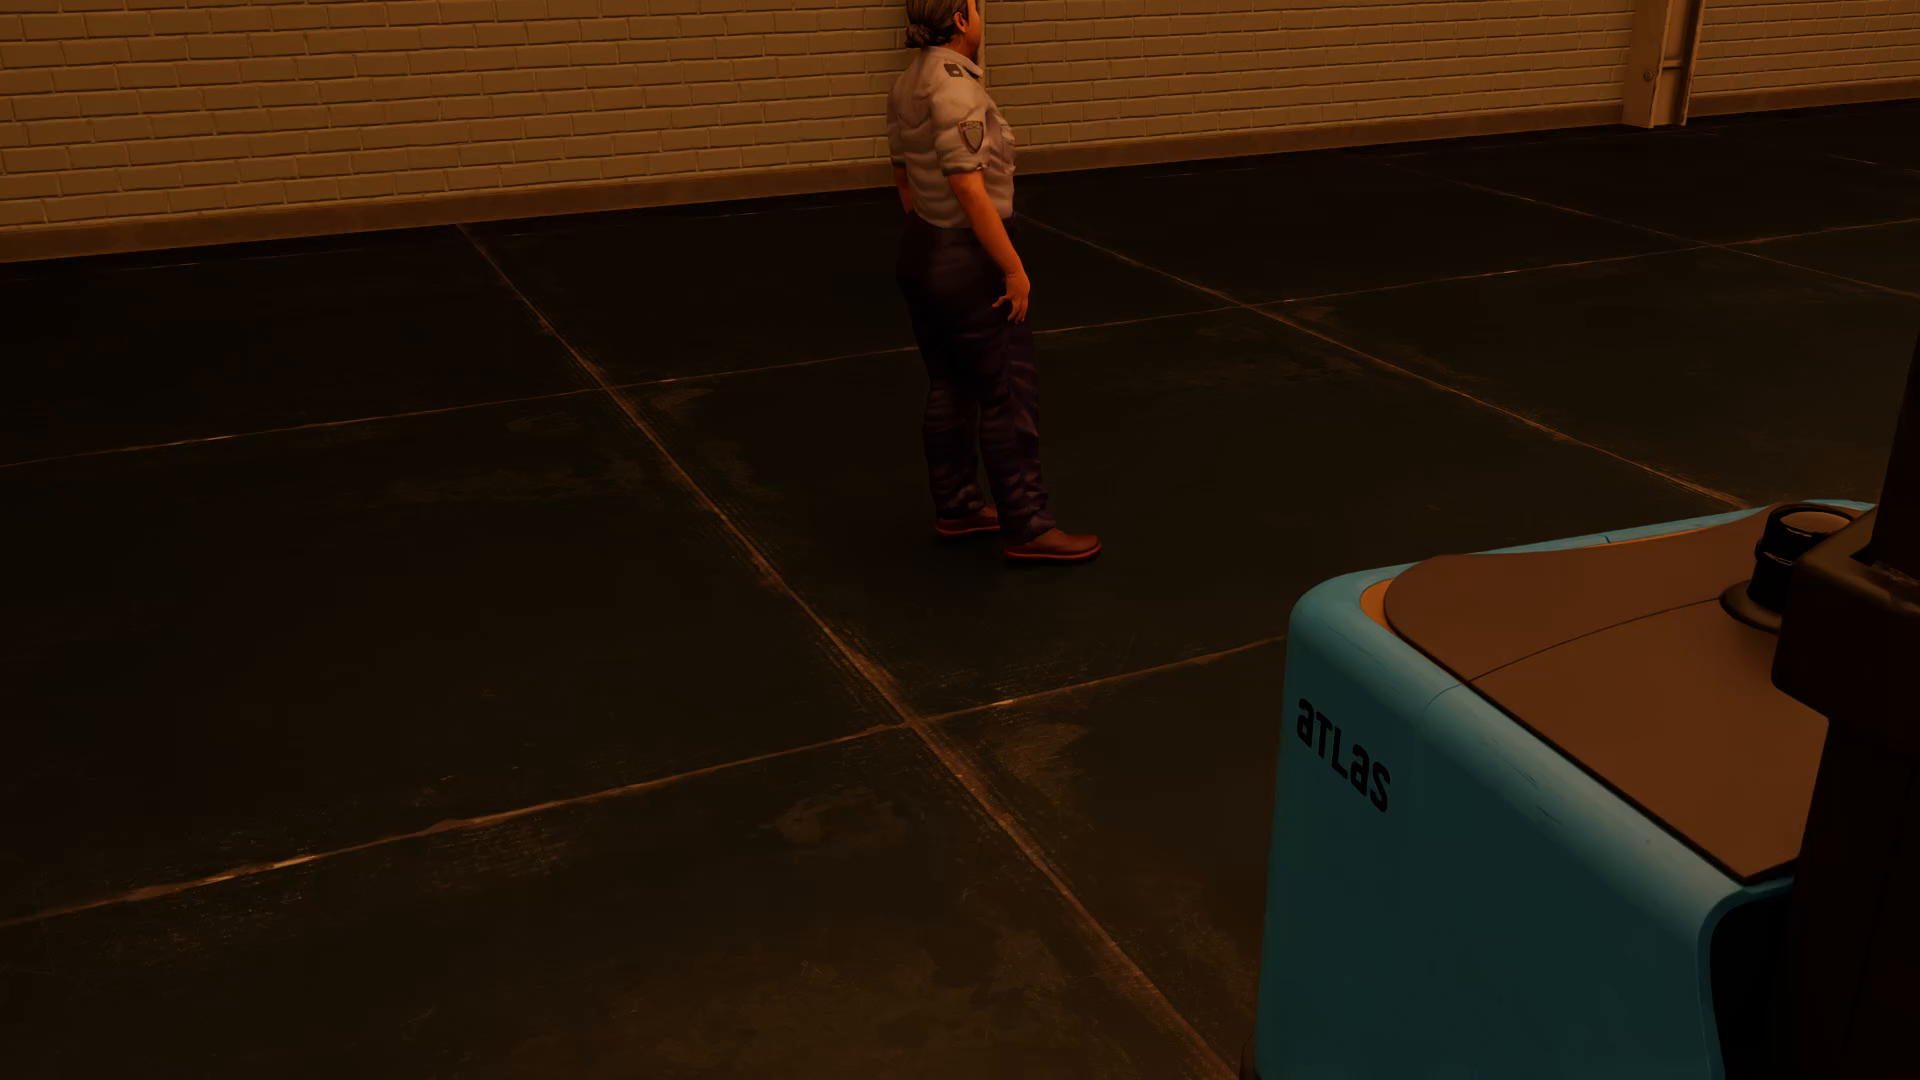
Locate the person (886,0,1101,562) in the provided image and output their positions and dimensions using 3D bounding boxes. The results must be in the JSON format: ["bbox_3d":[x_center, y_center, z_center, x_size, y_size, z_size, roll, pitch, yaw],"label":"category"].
[{"bbox_3d":[0.091,-0.774,4.804,0.502,1.651,0.598,-10,25,-23],"label":"person"}]

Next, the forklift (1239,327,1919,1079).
[{"bbox_3d":[1.396,0.157,0.909,1.130,2.935,3.031,-8,24,-18],"label":"forklift"}]
